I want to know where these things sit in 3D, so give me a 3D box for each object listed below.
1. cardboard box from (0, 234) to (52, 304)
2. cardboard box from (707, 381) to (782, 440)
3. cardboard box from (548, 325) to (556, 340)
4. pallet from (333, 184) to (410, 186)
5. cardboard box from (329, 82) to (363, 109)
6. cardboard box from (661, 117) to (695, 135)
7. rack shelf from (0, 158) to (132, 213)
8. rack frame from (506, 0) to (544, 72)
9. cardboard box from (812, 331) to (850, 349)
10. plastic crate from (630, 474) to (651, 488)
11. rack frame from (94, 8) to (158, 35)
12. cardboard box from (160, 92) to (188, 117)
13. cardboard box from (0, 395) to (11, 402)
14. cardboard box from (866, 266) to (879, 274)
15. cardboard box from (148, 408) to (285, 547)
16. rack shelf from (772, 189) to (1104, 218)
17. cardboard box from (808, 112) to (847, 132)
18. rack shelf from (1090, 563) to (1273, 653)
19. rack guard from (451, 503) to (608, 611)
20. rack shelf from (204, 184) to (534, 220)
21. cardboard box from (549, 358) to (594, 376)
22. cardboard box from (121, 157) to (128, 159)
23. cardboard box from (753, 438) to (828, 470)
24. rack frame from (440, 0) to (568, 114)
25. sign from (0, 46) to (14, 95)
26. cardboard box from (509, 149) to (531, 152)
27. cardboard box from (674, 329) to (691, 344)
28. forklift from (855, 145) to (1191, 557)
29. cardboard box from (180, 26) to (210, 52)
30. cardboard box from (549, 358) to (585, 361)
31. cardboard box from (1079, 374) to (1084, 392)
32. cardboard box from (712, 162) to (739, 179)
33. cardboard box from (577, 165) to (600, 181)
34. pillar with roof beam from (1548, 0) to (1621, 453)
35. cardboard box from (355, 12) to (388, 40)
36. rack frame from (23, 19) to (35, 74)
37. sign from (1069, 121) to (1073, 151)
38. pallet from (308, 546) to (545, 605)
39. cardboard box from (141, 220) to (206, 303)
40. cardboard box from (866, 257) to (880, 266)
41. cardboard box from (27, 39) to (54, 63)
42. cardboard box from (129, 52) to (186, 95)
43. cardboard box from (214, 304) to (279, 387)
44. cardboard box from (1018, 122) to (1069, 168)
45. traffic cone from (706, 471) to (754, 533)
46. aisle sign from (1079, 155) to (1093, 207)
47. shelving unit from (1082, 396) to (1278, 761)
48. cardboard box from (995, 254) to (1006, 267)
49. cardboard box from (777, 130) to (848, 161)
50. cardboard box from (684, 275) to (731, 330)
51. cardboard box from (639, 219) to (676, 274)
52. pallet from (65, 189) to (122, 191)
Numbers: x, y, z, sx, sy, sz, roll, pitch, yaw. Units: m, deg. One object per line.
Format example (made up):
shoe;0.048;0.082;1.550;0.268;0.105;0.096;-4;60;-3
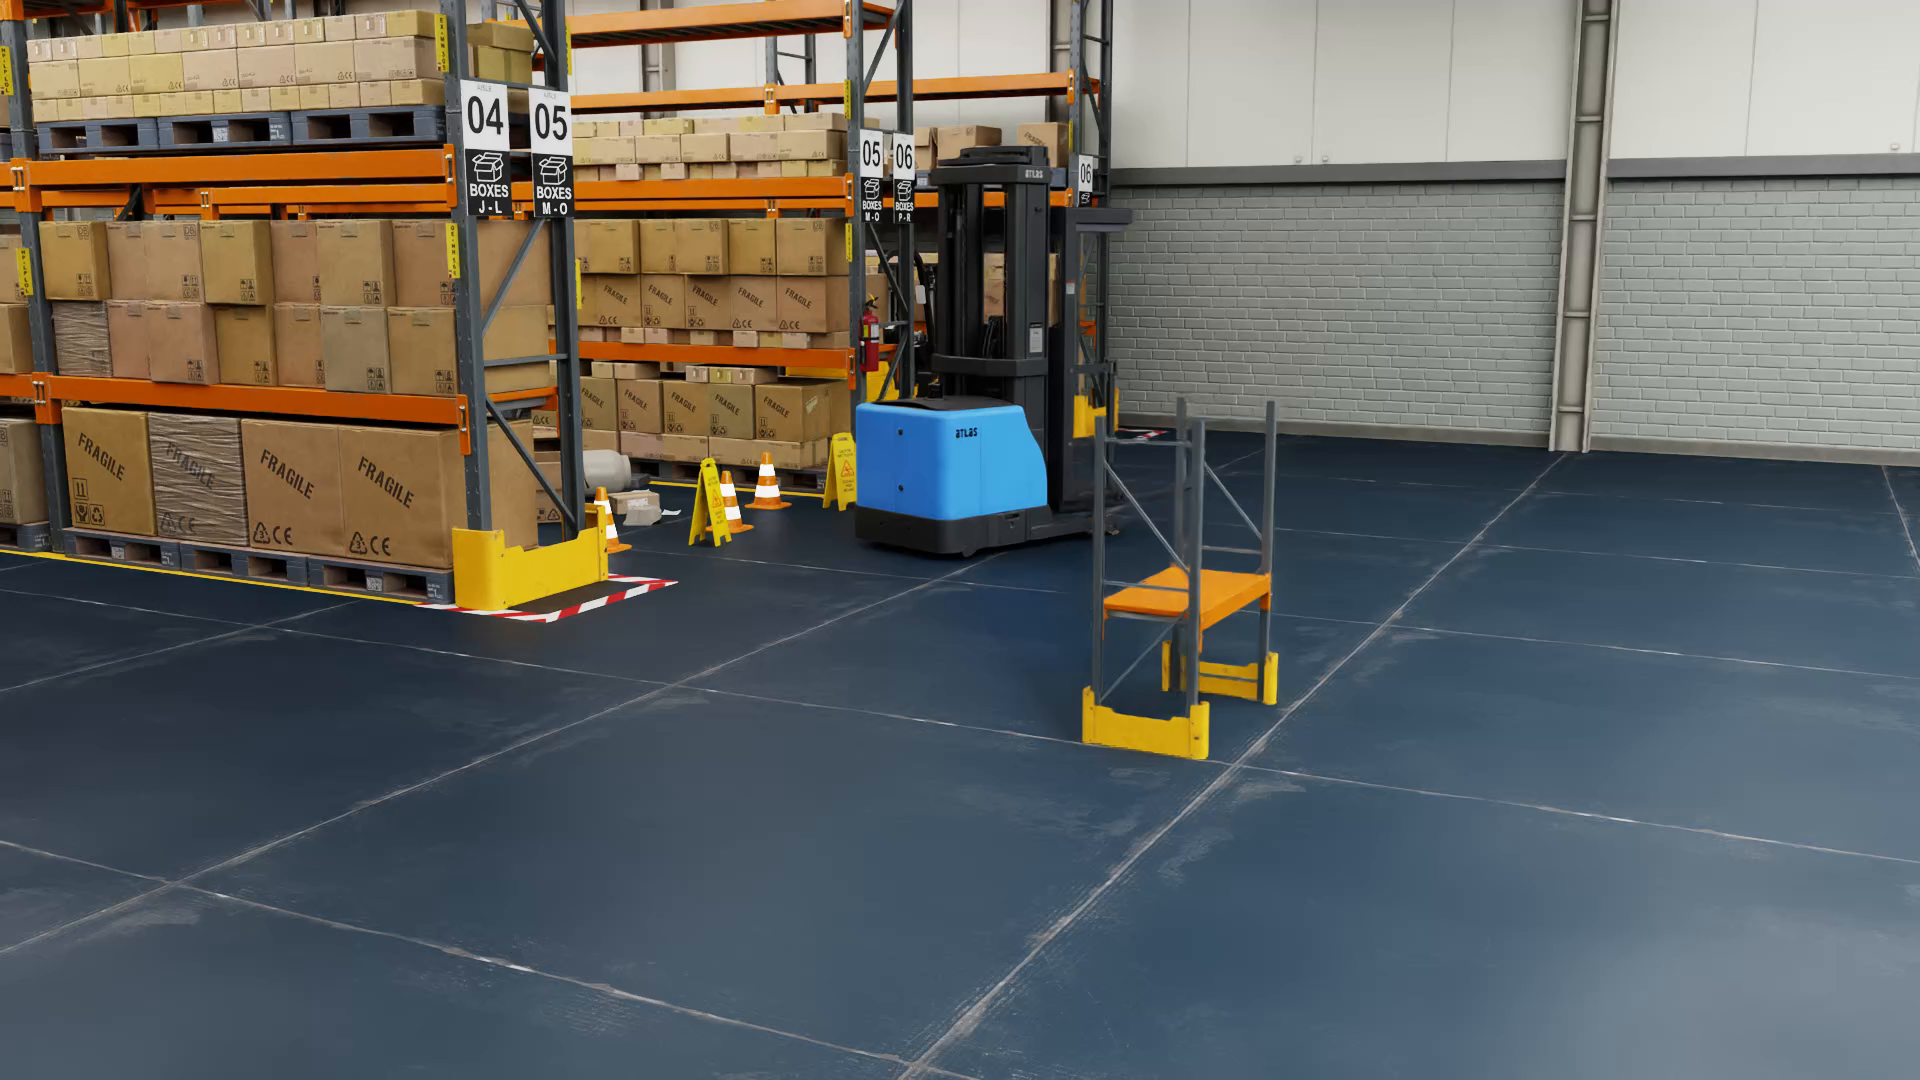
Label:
cardboard box;-6.832;-2.034;12.461;0.500;0.500;0.700;5;11;25
cardboard box;-2.001;-1.223;15.502;0.500;0.500;0.500;6;12;28
cardboard box;-3.895;-2.042;16.298;0.250;0.149;0.380;5;12;27
pallet;-5.723;-3.784;17.321;1.003;0.211;1.213;5;11;26
cardboard box;-3.701;-2.760;10.382;0.250;0.149;0.380;5;11;27
cardboard box;-2.521;-3.778;15.227;0.250;0.149;0.380;5;12;27
rack shelf;-8.178;-2.735;13.015;4.000;0.370;1.077;5;11;26
rack frame;-5.679;-6.314;22.349;0.127;3.000;1.000;5;11;26
cardboard box;-1.127;-1.810;15.014;0.250;0.149;0.380;5;12;28
plastic crate;-3.239;-0.562;15.612;0.583;0.080;0.402;1;10;6
rack frame;-12.853;-6.944;25.832;0.127;3.000;1.000;5;11;26
cardboard box;-5.065;-2.880;11.045;0.250;0.149;0.380;5;11;26
cardboard box;-11.974;-1.897;20.802;0.875;0.438;0.875;5;11;25
cardboard box;-1.020;-3.259;20.215;0.250;0.149;0.380;5;11;25
cardboard box;-5.041;-0.485;11.775;0.875;0.875;0.875;5;11;26
rack shelf;-0.298;-4.011;20.068;4.000;0.370;1.077;5;11;26
cardboard box;-1.131;-3.663;14.589;0.250;0.149;0.380;5;11;26
rack shelf;1.060;0.307;7.831;0.538;0.185;1.000;5;12;28
rack guard;-2.775;0.092;10.818;0.348;0.500;1.175;5;11;26
rack shelf;-6.078;-3.533;17.427;4.000;0.370;1.077;5;11;26
cardboard box;-3.789;-1.686;16.240;0.250;0.149;0.380;5;11;27
cardboard box;-8.844;-4.348;18.451;0.500;0.500;0.700;4;11;23
cardboard box;-1.563;-0.815;15.350;0.500;0.250;0.500;5;11;26
rack frame;-2.797;-4.092;10.072;0.127;3.000;1.000;5;11;26
sign;-6.616;-3.253;11.523;0.005;0.325;0.100;5;11;26
cardboard box;-4.011;-3.724;16.046;0.500;0.250;0.500;5;11;25
cardboard box;-2.490;-1.934;15.697;0.250;0.149;0.380;5;11;26
forklift;0.627;-1.518;12.889;3.031;2.935;1.130;-10;14;-43
cardboard box;-4.844;-3.253;10.865;0.250;0.149;0.380;5;11;26
cardboard box;-5.125;-2.349;22.773;0.625;0.625;0.875;5;12;28
cardboard box;1.166;-1.901;19.951;0.500;0.250;0.500;5;12;27
cardboard box;-2.044;-3.358;15.143;0.250;0.149;0.380;5;11;25
cardboard box;-3.425;-3.485;15.845;0.250;0.149;0.380;5;12;28
pillar with roof beam;4.746;-4.722;13.553;0.400;9.000;9.100;5;11;26
cardboard box;-3.473;-3.133;10.201;0.250;0.149;0.380;5;11;26
rack frame;-11.459;-5.836;19.709;0.127;3.000;1.000;5;11;26
sign;1.243;-4.519;18.588;0.005;0.325;0.100;5;11;26
pallet;-3.549;0.182;11.133;1.213;0.211;1.003;5;11;26
cardboard box;-5.100;-1.936;11.554;0.550;0.550;0.875;5;11;26
cardboard box;-1.000;-3.411;20.218;0.250;0.149;0.380;5;11;25
cardboard box;-6.208;-3.373;11.527;0.250;0.149;0.380;5;11;26
cardboard box;-5.164;-3.097;11.123;0.500;0.250;0.500;5;11;25
cardboard box;-4.593;-1.375;11.483;0.500;0.550;0.875;5;11;26
cardboard box;0.991;-4.508;19.055;0.500;0.500;0.500;5;12;28
traffic cone;-1.840;-0.314;13.165;0.334;0.463;0.336;5;11;26
aisle sign;1.424;-3.959;18.881;0.004;0.787;0.394;5;11;26
shelving unit;1.065;0.129;7.807;0.587;1.500;1.083;5;12;28
cardboard box;0.599;-3.272;19.447;0.250;0.149;0.380;5;12;27
cardboard box;-1.276;-3.484;14.723;0.500;0.250;0.500;5;11;25
cardboard box;-2.200;-2.213;15.419;0.500;0.500;0.500;5;11;26
cardboard box;-2.591;-2.758;15.621;0.500;0.500;0.700;5;11;25
pallet;-9.477;-4.082;18.969;1.213;0.211;1.003;6;12;28
